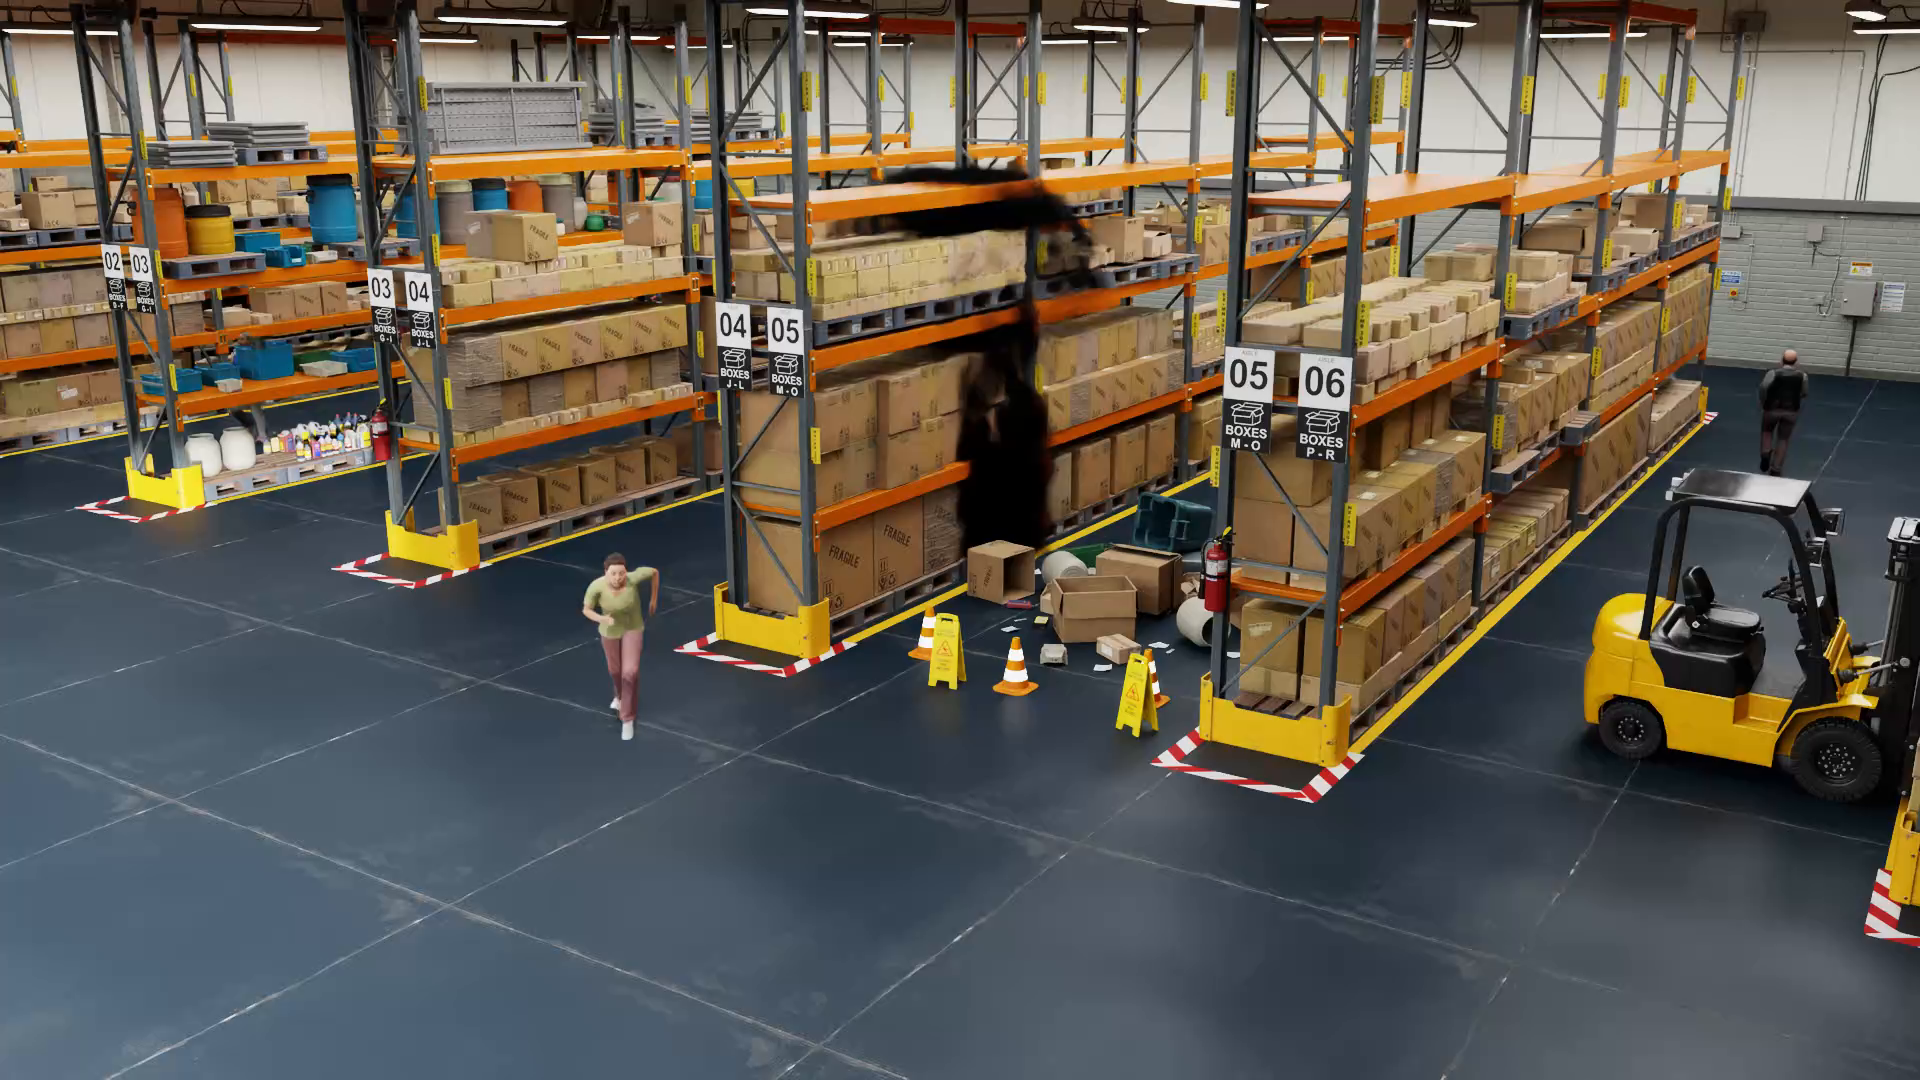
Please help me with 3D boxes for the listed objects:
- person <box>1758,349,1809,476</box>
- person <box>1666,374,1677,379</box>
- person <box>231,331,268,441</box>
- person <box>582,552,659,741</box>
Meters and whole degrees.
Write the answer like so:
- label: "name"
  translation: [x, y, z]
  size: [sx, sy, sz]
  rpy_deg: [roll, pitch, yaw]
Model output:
- label: "person"
  translation: [10.946, -1.718, 22.208]
  size: [0.631, 1.681, 0.624]
  rpy_deg: [6, 17, 20]
- label: "person"
  translation: [11.496, -3.080, 27.218]
  size: [0.604, 1.698, 0.856]
  rpy_deg: [-14, 21, -41]
- label: "person"
  translation: [-10.334, -2.198, 24.072]
  size: [0.552, 1.607, 0.628]
  rpy_deg: [2, 16, 8]
- label: "person"
  translation: [-2.739, 0.792, 13.523]
  size: [0.614, 1.608, 0.951]
  rpy_deg: [-3, 16, -11]
